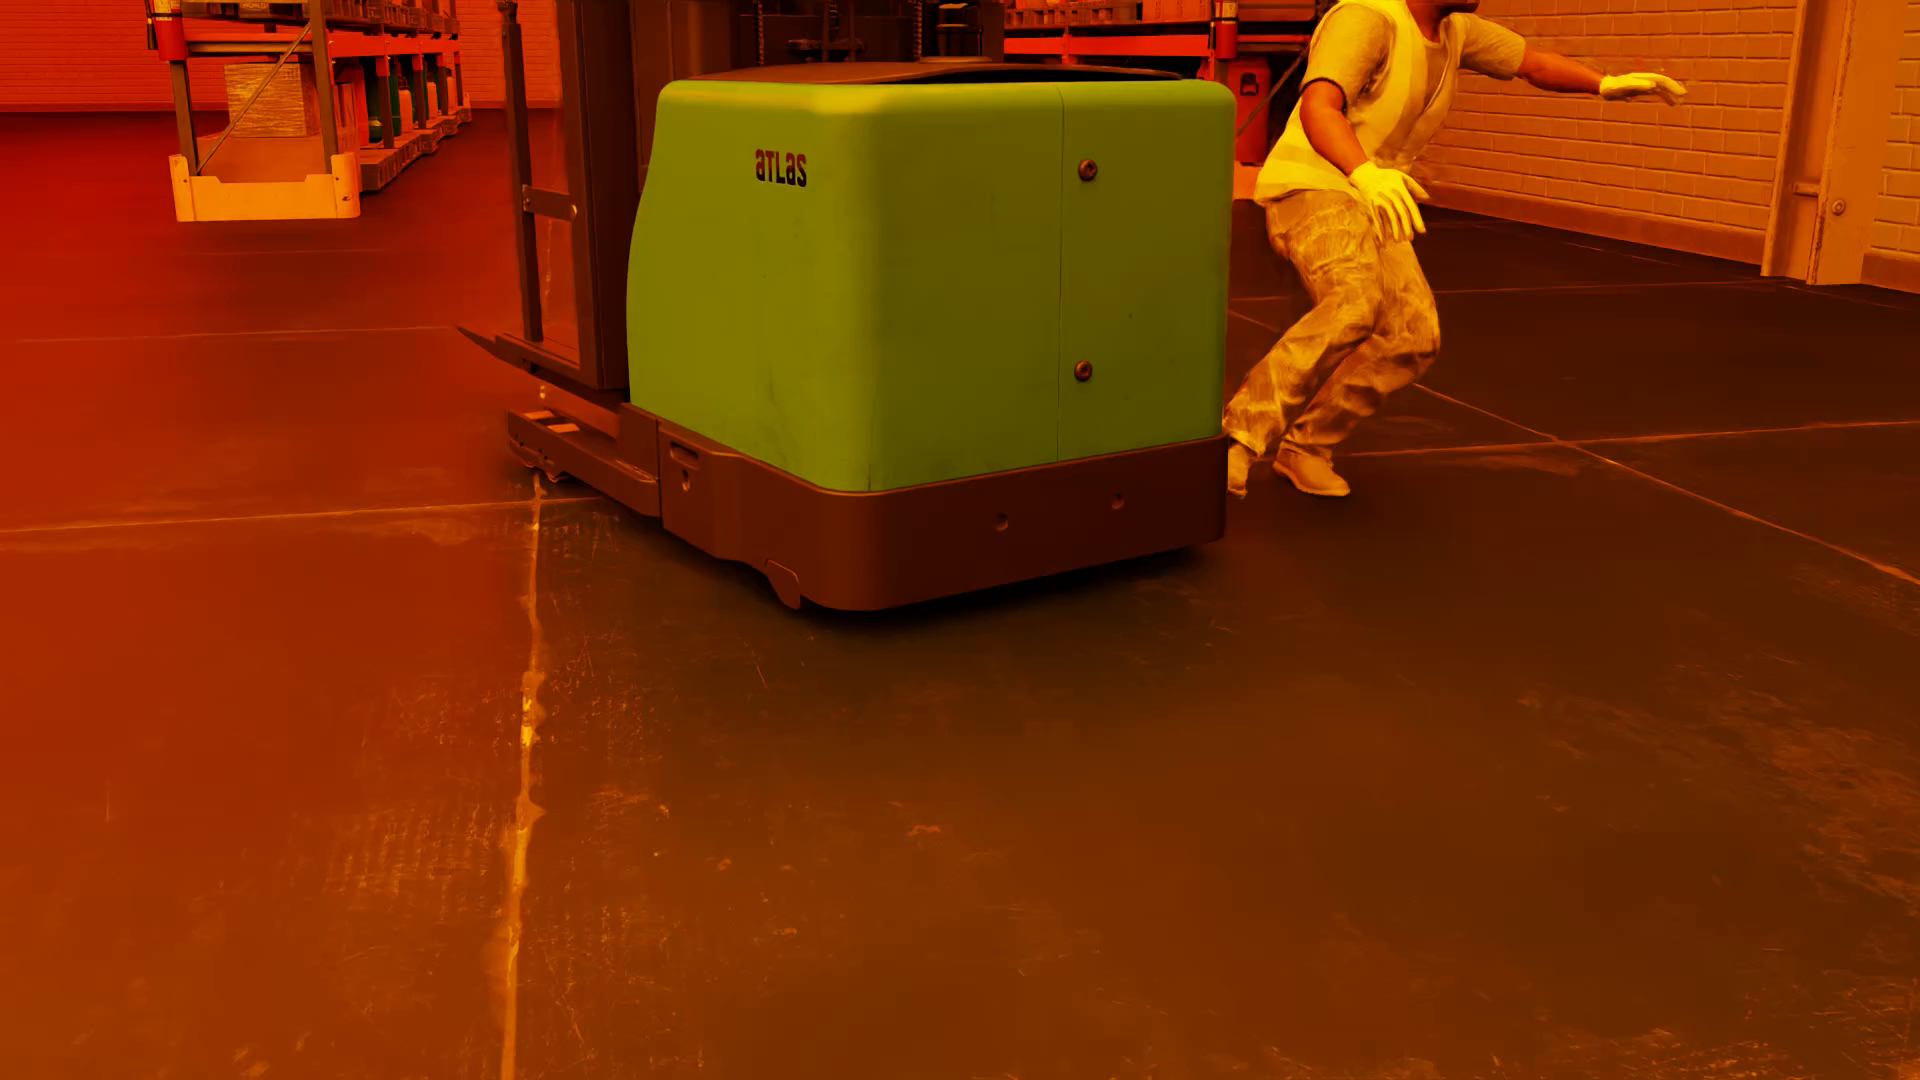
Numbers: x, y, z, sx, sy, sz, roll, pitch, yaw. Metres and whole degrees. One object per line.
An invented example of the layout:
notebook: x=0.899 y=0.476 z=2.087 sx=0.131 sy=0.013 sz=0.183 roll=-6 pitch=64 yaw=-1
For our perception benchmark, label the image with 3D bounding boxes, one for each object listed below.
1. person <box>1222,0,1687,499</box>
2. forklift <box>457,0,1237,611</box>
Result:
person: x=1.115 y=-0.832 z=4.188 sx=0.931 sy=1.530 sz=1.308 roll=14 pitch=22 yaw=40
forklift: x=-0.620 y=-1.625 z=4.338 sx=1.130 sy=2.935 sz=3.031 roll=-11 pitch=20 yaw=-32
